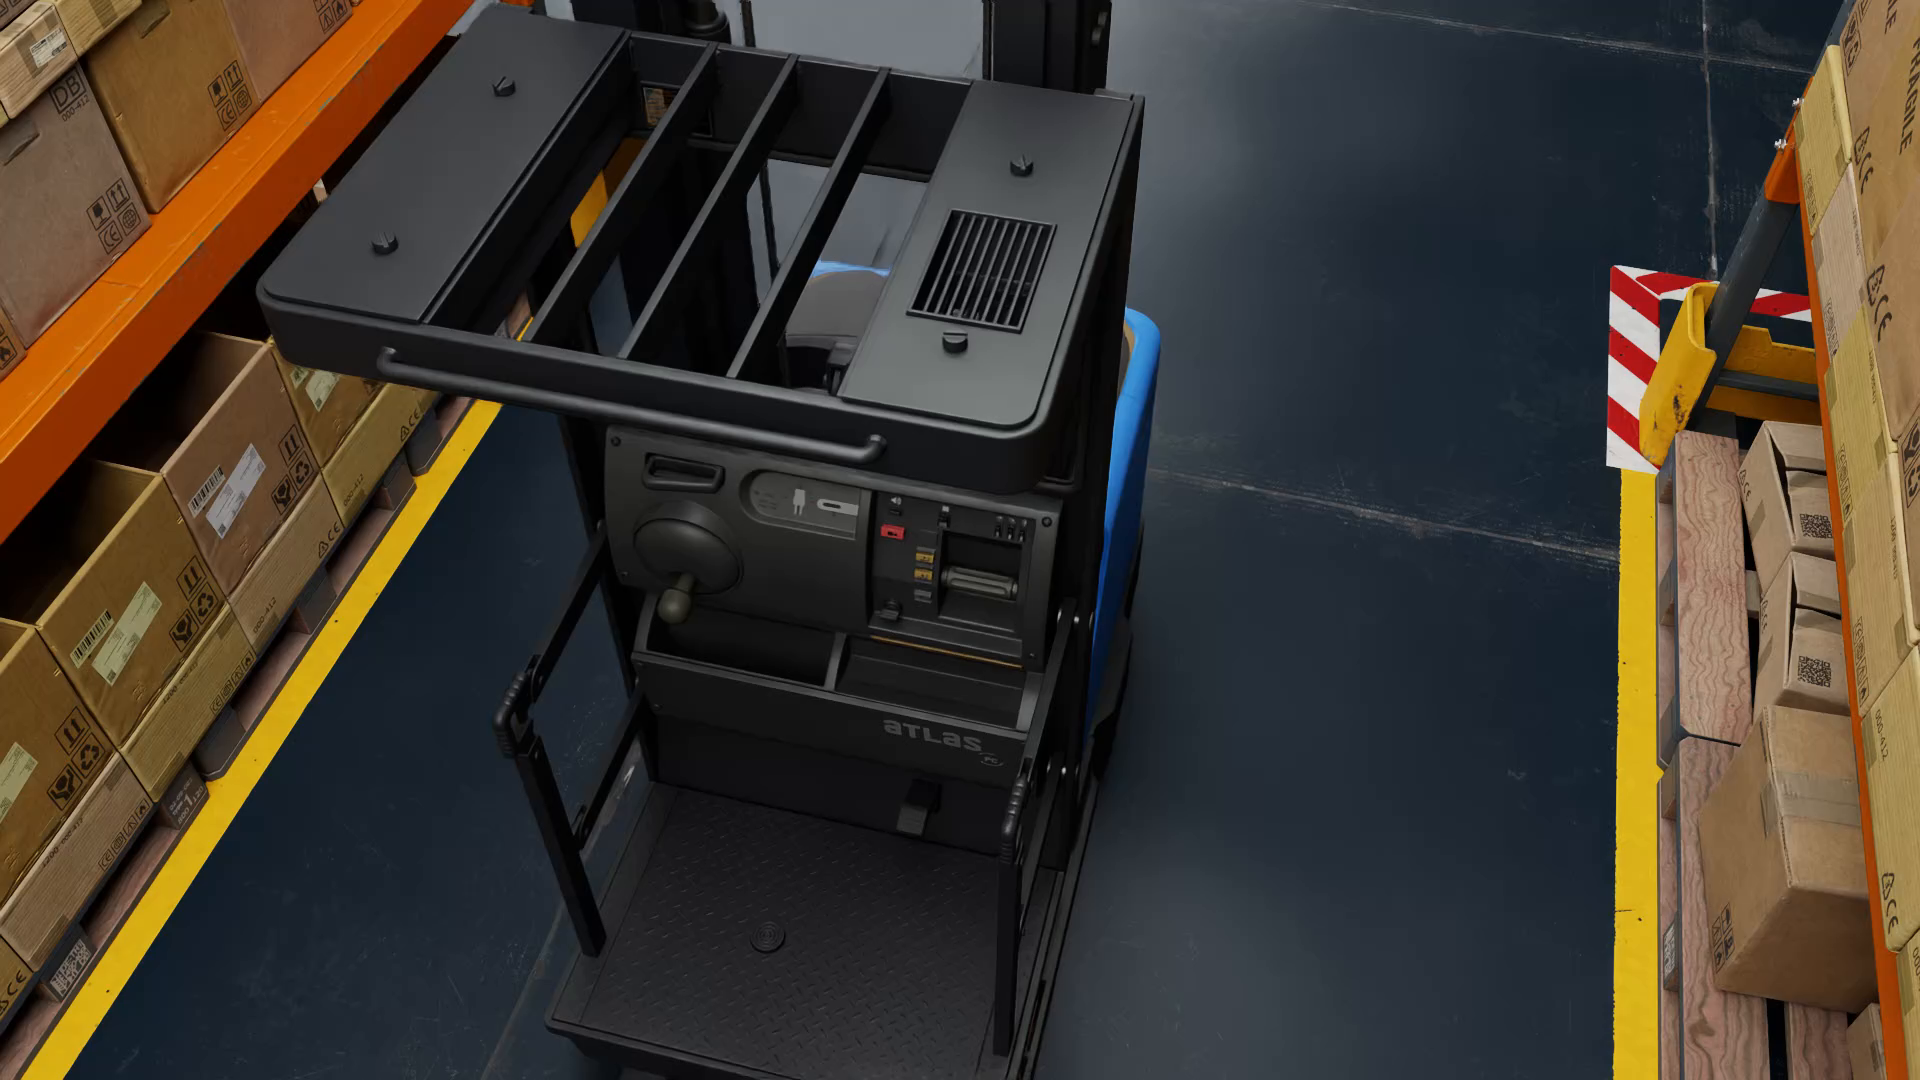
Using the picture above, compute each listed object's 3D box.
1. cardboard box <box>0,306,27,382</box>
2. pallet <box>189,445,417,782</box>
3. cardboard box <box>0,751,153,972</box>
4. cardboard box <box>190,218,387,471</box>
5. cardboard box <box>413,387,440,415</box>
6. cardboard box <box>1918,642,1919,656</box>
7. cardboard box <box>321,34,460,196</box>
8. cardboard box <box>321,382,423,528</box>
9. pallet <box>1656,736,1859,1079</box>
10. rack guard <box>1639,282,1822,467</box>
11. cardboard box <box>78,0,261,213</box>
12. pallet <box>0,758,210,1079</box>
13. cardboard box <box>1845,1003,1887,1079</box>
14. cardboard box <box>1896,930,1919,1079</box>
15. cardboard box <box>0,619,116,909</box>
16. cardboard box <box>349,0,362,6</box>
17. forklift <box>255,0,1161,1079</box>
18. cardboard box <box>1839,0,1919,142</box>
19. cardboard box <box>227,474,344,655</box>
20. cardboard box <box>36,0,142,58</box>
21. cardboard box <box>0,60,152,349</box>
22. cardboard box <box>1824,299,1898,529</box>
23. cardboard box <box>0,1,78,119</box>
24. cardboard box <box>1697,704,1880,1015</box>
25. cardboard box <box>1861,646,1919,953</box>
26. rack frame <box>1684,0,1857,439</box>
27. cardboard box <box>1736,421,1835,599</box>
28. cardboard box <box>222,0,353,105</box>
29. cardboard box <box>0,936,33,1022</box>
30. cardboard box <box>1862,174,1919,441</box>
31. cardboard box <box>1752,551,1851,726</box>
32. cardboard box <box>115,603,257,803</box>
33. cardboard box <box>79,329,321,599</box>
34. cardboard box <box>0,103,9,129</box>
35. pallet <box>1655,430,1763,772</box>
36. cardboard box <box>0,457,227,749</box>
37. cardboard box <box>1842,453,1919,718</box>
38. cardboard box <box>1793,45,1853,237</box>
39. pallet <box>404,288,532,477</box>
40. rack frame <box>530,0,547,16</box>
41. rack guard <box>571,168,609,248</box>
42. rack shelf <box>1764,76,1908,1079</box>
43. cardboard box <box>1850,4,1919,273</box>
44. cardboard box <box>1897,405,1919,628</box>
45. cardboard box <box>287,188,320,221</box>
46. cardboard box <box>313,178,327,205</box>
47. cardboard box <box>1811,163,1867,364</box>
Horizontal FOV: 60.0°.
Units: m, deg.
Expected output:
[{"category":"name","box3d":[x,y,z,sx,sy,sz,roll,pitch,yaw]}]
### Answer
[{"category":"cardboard box","box3d":[-2.586,-0.493,3.618,0.700,0.500,0.500,12,50,11]},{"category":"pallet","box3d":[-2.397,0.078,5.040,1.003,0.211,1.213,12,50,10]},{"category":"cardboard box","box3d":[-2.414,0.742,4.148,0.500,0.250,0.500,12,50,10]},{"category":"cardboard box","box3d":[-2.016,-0.590,4.824,0.500,0.500,0.500,12,50,10]},{"category":"cardboard box","box3d":[-1.889,-0.705,5.425,0.500,0.250,0.500,12,50,10]},{"category":"cardboard box","box3d":[1.909,0.250,2.615,0.500,0.500,0.500,10,49,9]},{"category":"cardboard box","box3d":[-1.767,-1.317,5.465,0.500,0.500,0.500,12,50,10]},{"category":"cardboard box","box3d":[-2.019,-0.343,5.106,0.500,0.250,0.500,12,50,10]},{"category":"pallet","box3d":[2.276,1.127,4.115,1.003,0.211,1.213,12,50,10]},{"category":"rack guard","box3d":[2.847,-0.429,5.295,1.175,0.500,0.348,12,50,10]},{"category":"cardboard box","box3d":[-2.318,-1.245,4.282,0.700,0.500,0.500,12,50,10]},{"category":"pallet","box3d":[-2.716,0.963,4.259,1.003,0.211,1.213,12,50,10]},{"category":"cardboard box","box3d":[2.255,1.227,3.774,0.380,0.149,0.250,8,49,7]},{"category":"cardboard box","box3d":[1.786,0.864,2.573,0.500,0.250,0.500,12,50,10]},{"category":"cardboard box","box3d":[-2.417,0.493,3.868,0.500,0.500,0.500,12,50,10]},{"category":"cardboard box","box3d":[-2.048,-1.984,4.934,0.700,0.500,0.500,12,50,10]},{"category":"forklift","box3d":[-0.317,0.126,3.184,1.130,2.935,3.031,11,49,9]},{"category":"cardboard box","box3d":[2.452,-1.230,3.922,0.500,0.500,0.500,12,50,10]},{"category":"cardboard box","box3d":[-2.152,0.018,4.787,0.500,0.250,0.500,12,50,10]},{"category":"cardboard box","box3d":[-2.169,-1.283,3.882,0.380,0.149,0.250,13,50,11]},{"category":"cardboard box","box3d":[-2.453,-0.864,3.945,0.700,0.500,0.500,13,50,11]},{"category":"cardboard box","box3d":[2.170,-0.232,3.541,0.500,0.250,0.500,11,49,9]},{"category":"cardboard box","box3d":[-2.236,-1.097,3.719,0.380,0.149,0.250,11,49,10]},{"category":"cardboard box","box3d":[2.207,0.786,3.929,0.700,0.500,0.500,9,49,8]},{"category":"cardboard box","box3d":[1.903,0.497,2.897,0.500,0.250,0.500,11,50,10]},{"category":"rack frame","box3d":[2.867,-1.311,4.407,1.000,3.000,0.127,12,50,10]},{"category":"cardboard box","box3d":[2.598,-0.084,4.824,0.500,0.311,0.500,7,49,6]},{"category":"cardboard box","box3d":[-2.182,-1.603,4.598,0.700,0.500,0.500,13,50,11]},{"category":"cardboard box","box3d":[-2.551,1.103,3.830,0.500,0.250,0.500,12,50,10]},{"category":"cardboard box","box3d":[2.170,-0.502,3.279,0.500,0.500,0.500,10,49,9]},{"category":"cardboard box","box3d":[2.448,0.328,4.460,0.500,0.311,0.500,15,50,13]},{"category":"cardboard box","box3d":[-2.278,0.381,4.467,0.500,0.250,0.500,12,50,10]},{"category":"cardboard box","box3d":[-2.149,-0.229,4.505,0.500,0.500,0.500,12,50,10]},{"category":"cardboard box","box3d":[-2.304,-0.918,3.560,0.380,0.149,0.250,11,50,10]},{"category":"pallet","box3d":[2.599,0.247,4.891,1.003,0.211,1.213,12,50,10]},{"category":"cardboard box","box3d":[-2.278,0.133,4.186,0.500,0.500,0.500,12,50,10]},{"category":"cardboard box","box3d":[2.035,0.133,3.219,0.500,0.250,0.500,12,50,10]},{"category":"cardboard box","box3d":[2.433,-0.978,4.199,0.500,0.250,0.500,10,49,9]},{"category":"pallet","box3d":[-2.074,-0.802,5.817,1.003,0.211,1.213,12,50,10]},{"category":"rack frame","box3d":[-1.913,-2.286,5.267,1.000,3.000,0.127,12,50,10]},{"category":"rack guard","box3d":[-1.906,-1.476,6.219,1.175,0.500,0.348,12,50,10]},{"category":"rack shelf","box3d":[2.341,0.374,3.399,1.077,0.370,4.000,12,50,10]},{"category":"cardboard box","box3d":[2.312,-0.875,3.608,0.500,0.500,0.500,12,50,10]},{"category":"cardboard box","box3d":[2.046,-0.127,2.948,0.500,0.500,0.500,13,50,11]},{"category":"cardboard box","box3d":[-2.398,-1.057,5.236,0.500,0.500,0.500,12,50,10]},{"category":"cardboard box","box3d":[-2.269,-1.171,5.837,0.500,0.250,0.500,12,50,10]},{"category":"cardboard box","box3d":[2.310,-0.599,3.865,0.500,0.250,0.500,10,49,9]}]
